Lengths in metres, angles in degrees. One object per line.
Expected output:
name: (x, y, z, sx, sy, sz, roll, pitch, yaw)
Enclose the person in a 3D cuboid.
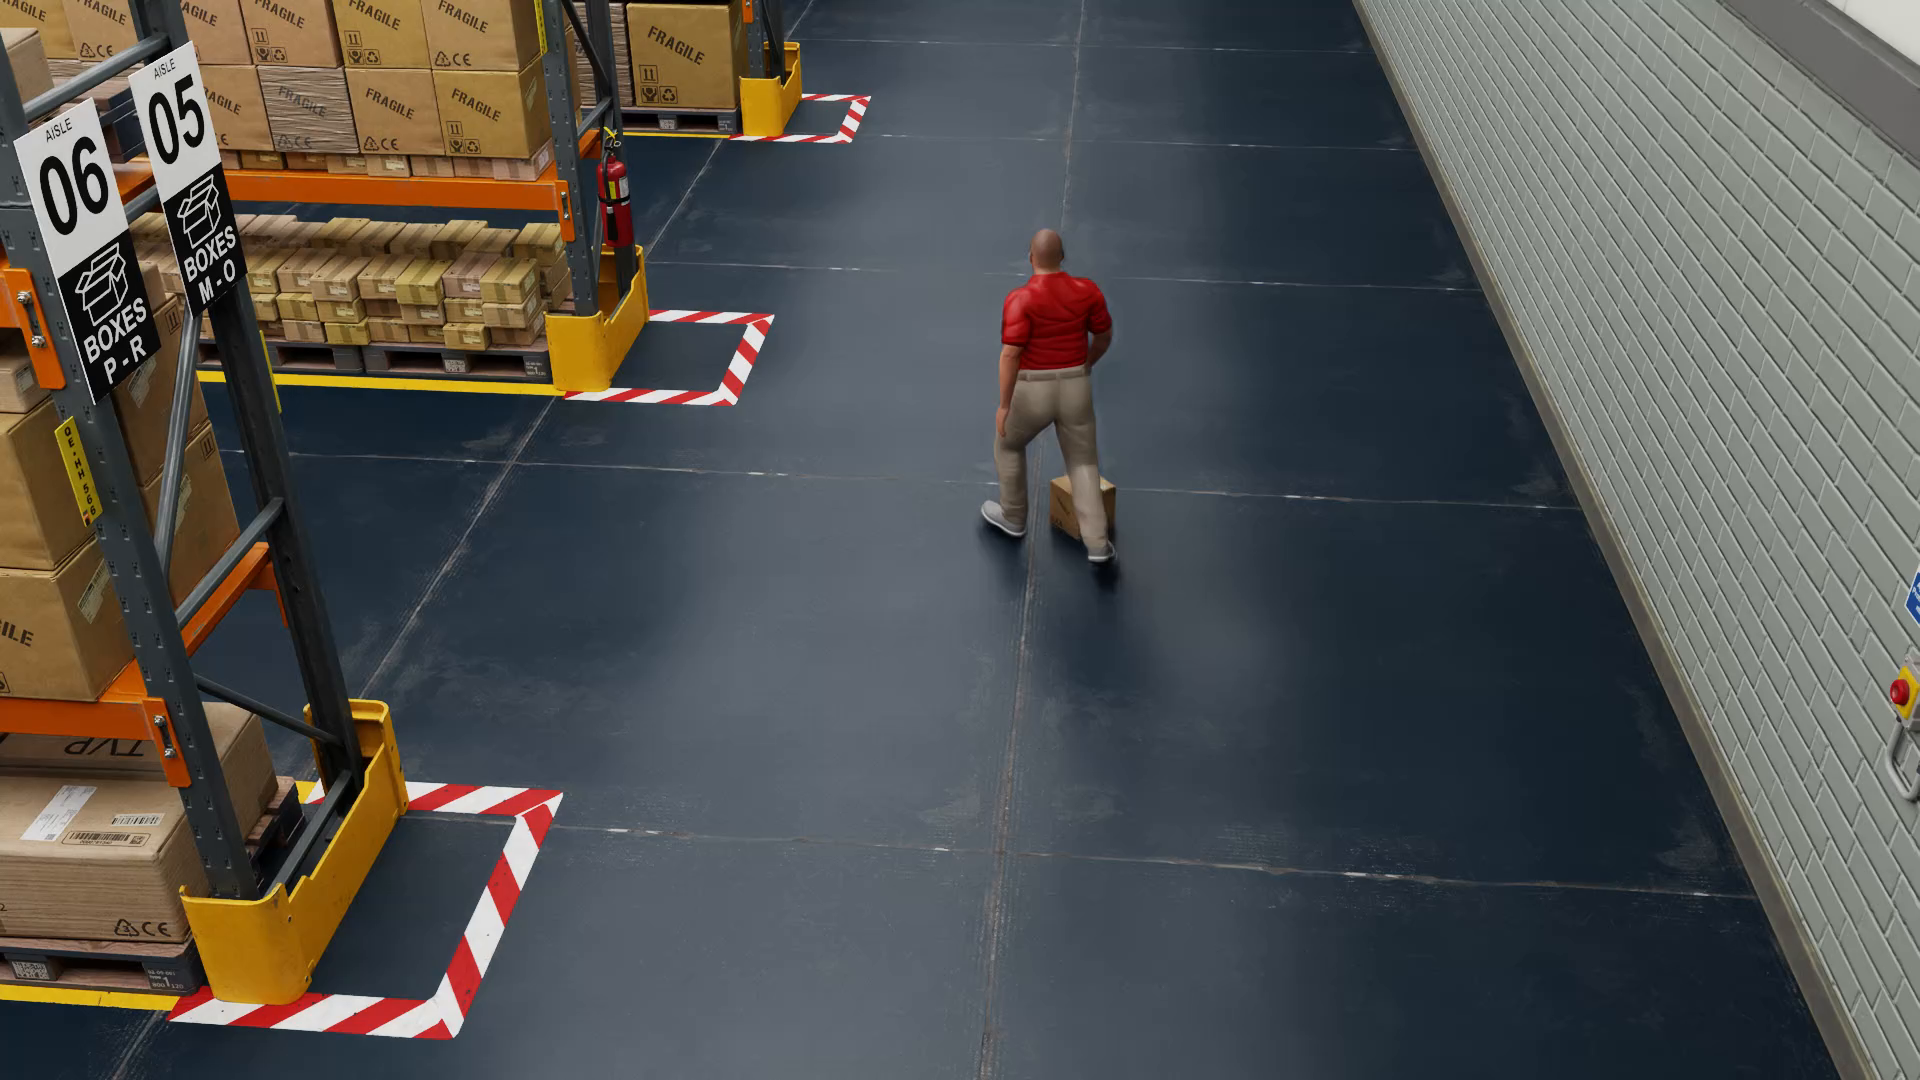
person: (0.484, -0.686, 8.265, 0.631, 1.673, 0.825, -7, 32, -11)
